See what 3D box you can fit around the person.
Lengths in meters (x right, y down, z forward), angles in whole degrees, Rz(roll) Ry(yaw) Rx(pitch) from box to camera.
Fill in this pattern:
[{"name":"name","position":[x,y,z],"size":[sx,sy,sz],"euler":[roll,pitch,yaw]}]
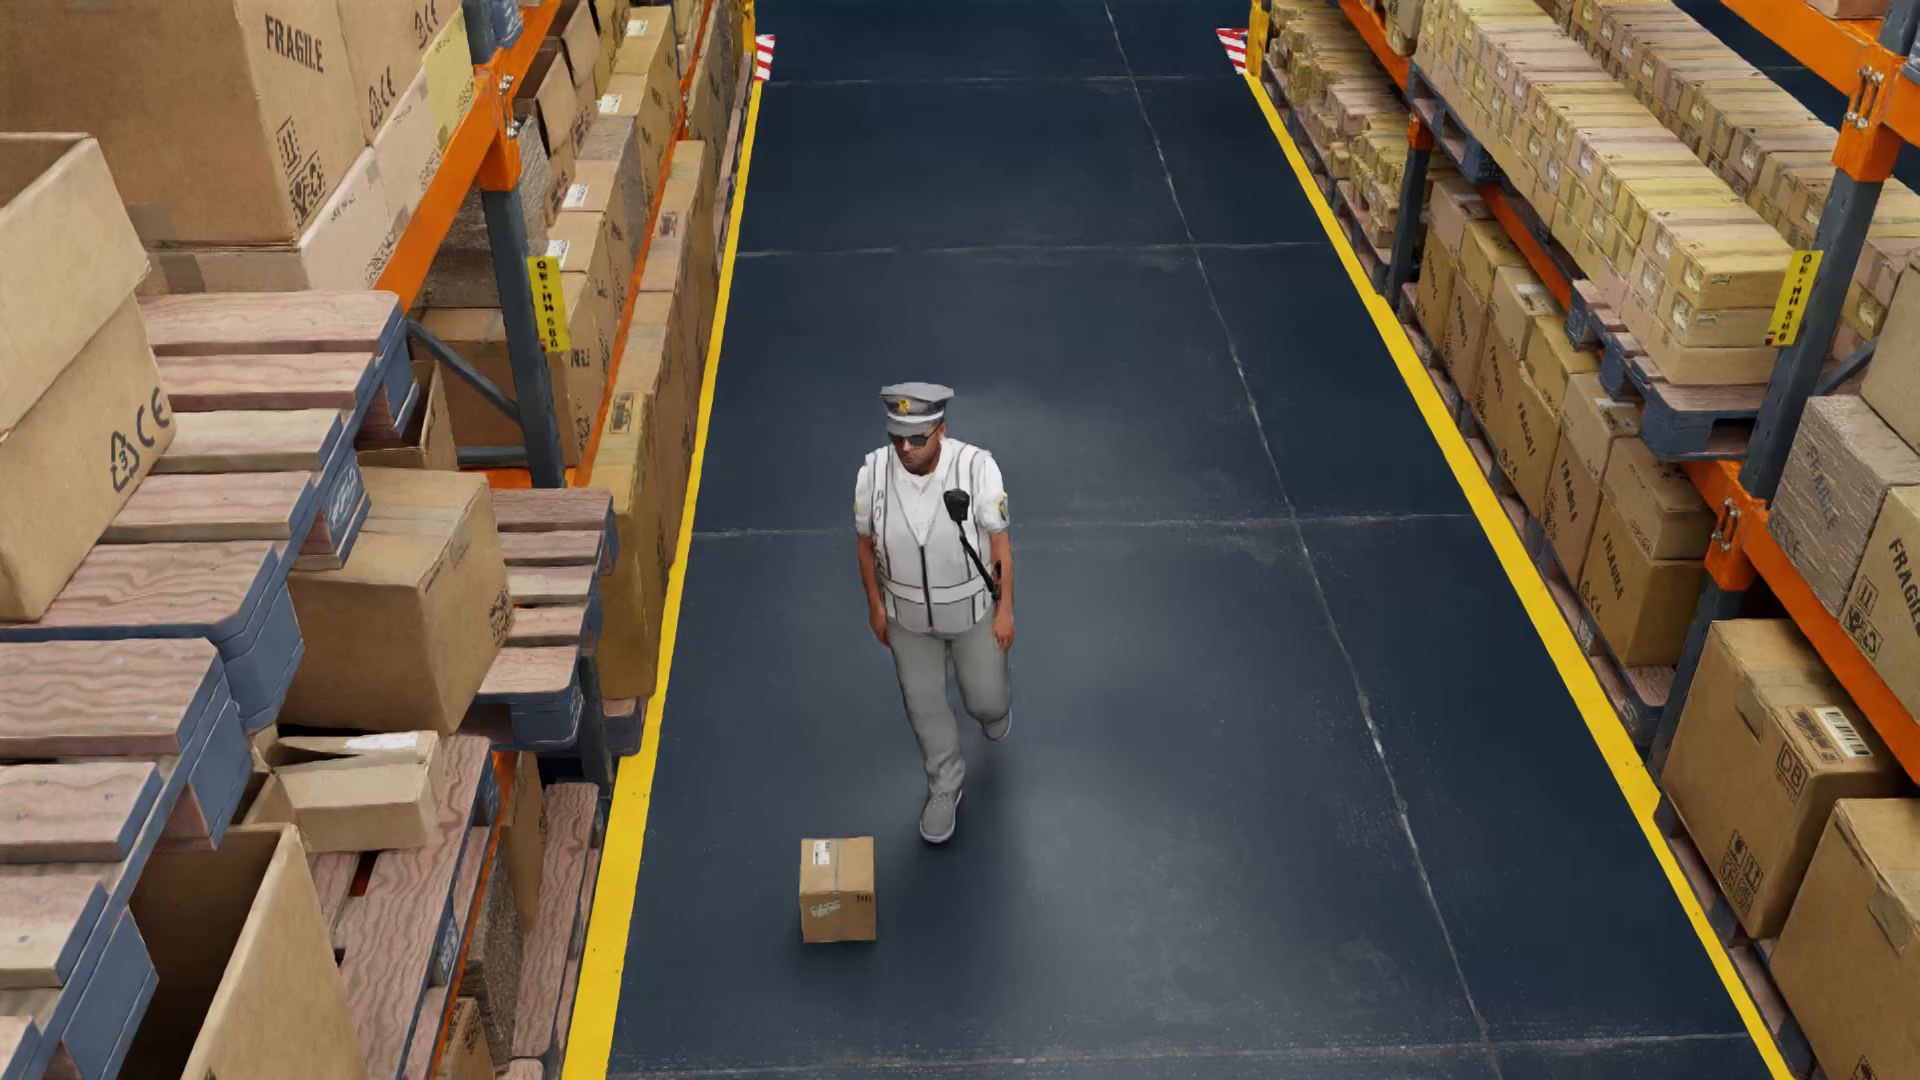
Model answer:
[{"name":"person","position":[-0.077,0.190,5.848],"size":[0.571,1.751,0.725],"euler":[5,35,7]}]
